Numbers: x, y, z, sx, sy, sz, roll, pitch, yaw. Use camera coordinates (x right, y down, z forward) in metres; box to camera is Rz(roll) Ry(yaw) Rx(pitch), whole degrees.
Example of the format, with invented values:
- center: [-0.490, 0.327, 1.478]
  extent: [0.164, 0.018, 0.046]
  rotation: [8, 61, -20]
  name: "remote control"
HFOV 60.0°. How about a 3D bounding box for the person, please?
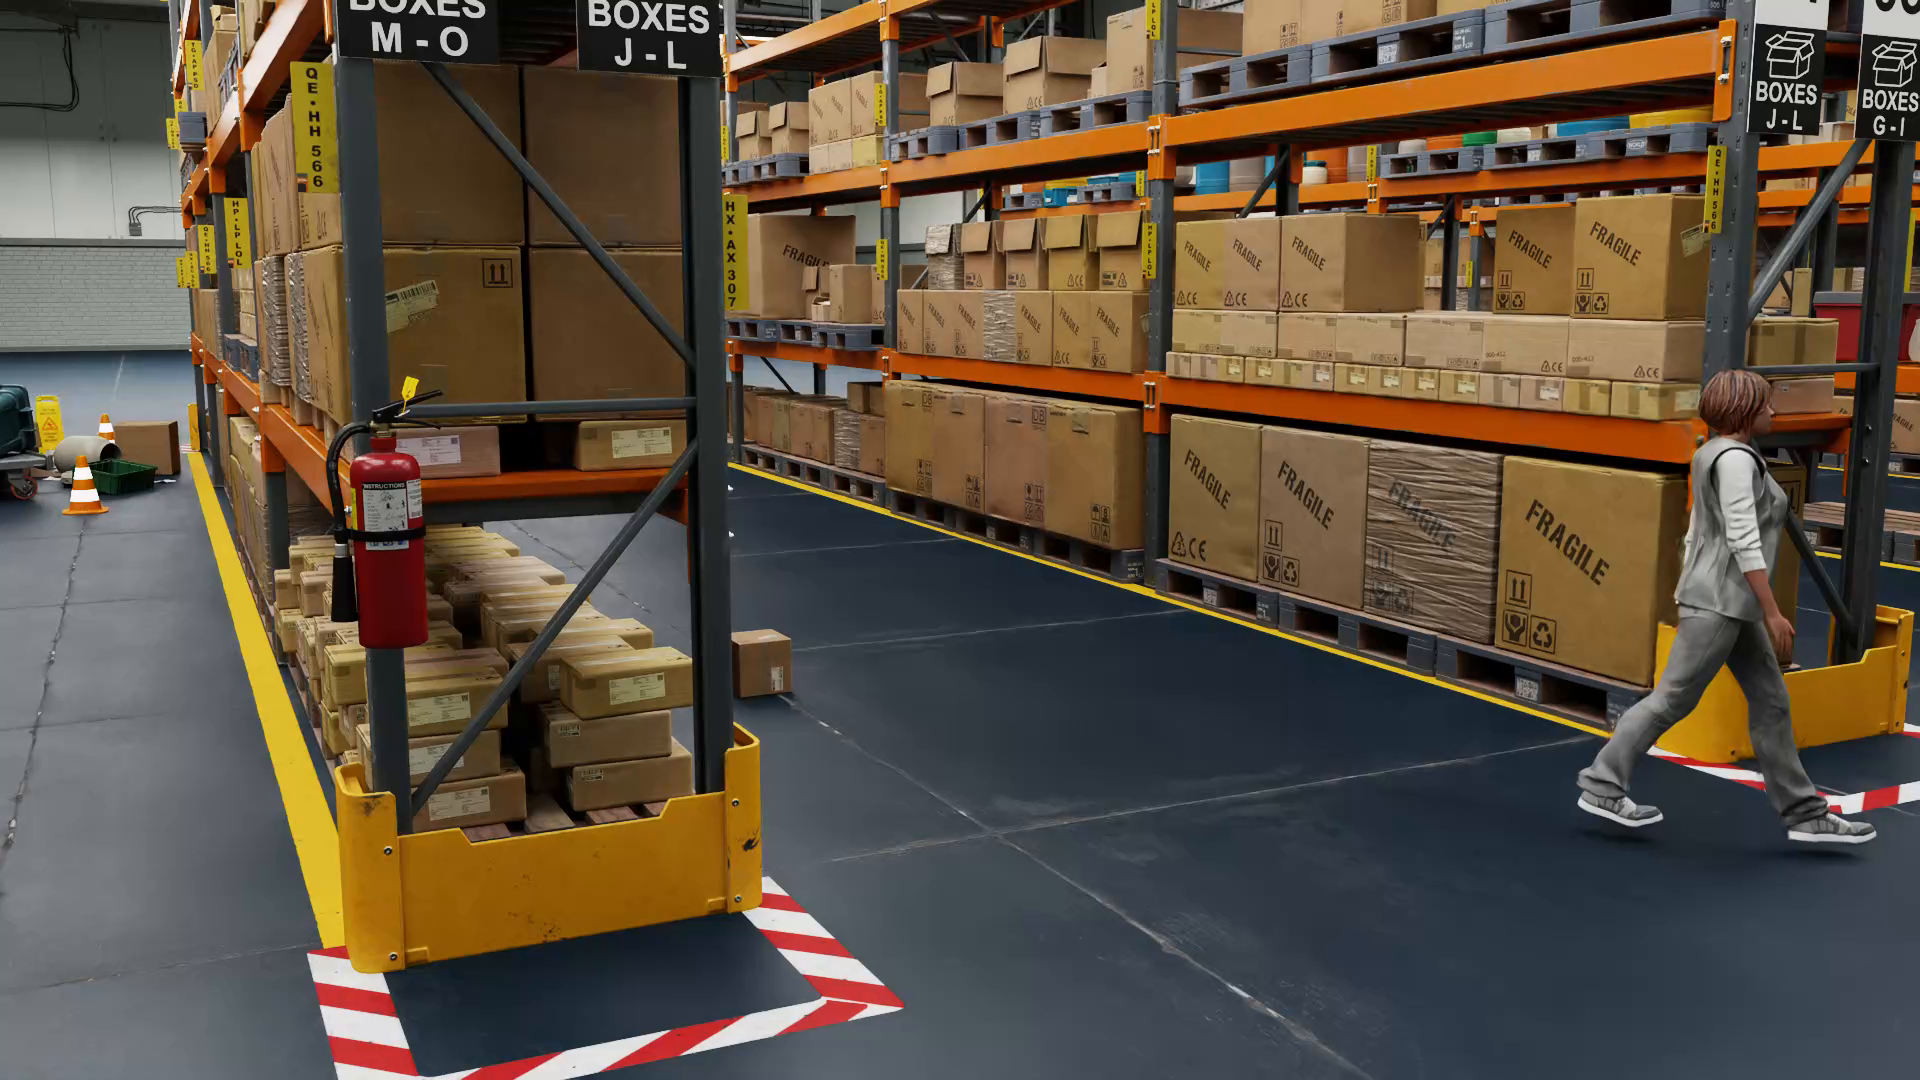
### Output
- center: [2.536, 0.217, 5.419]
  extent: [0.921, 1.535, 0.457]
  rotation: [4, 9, 22]
  name: "person"
